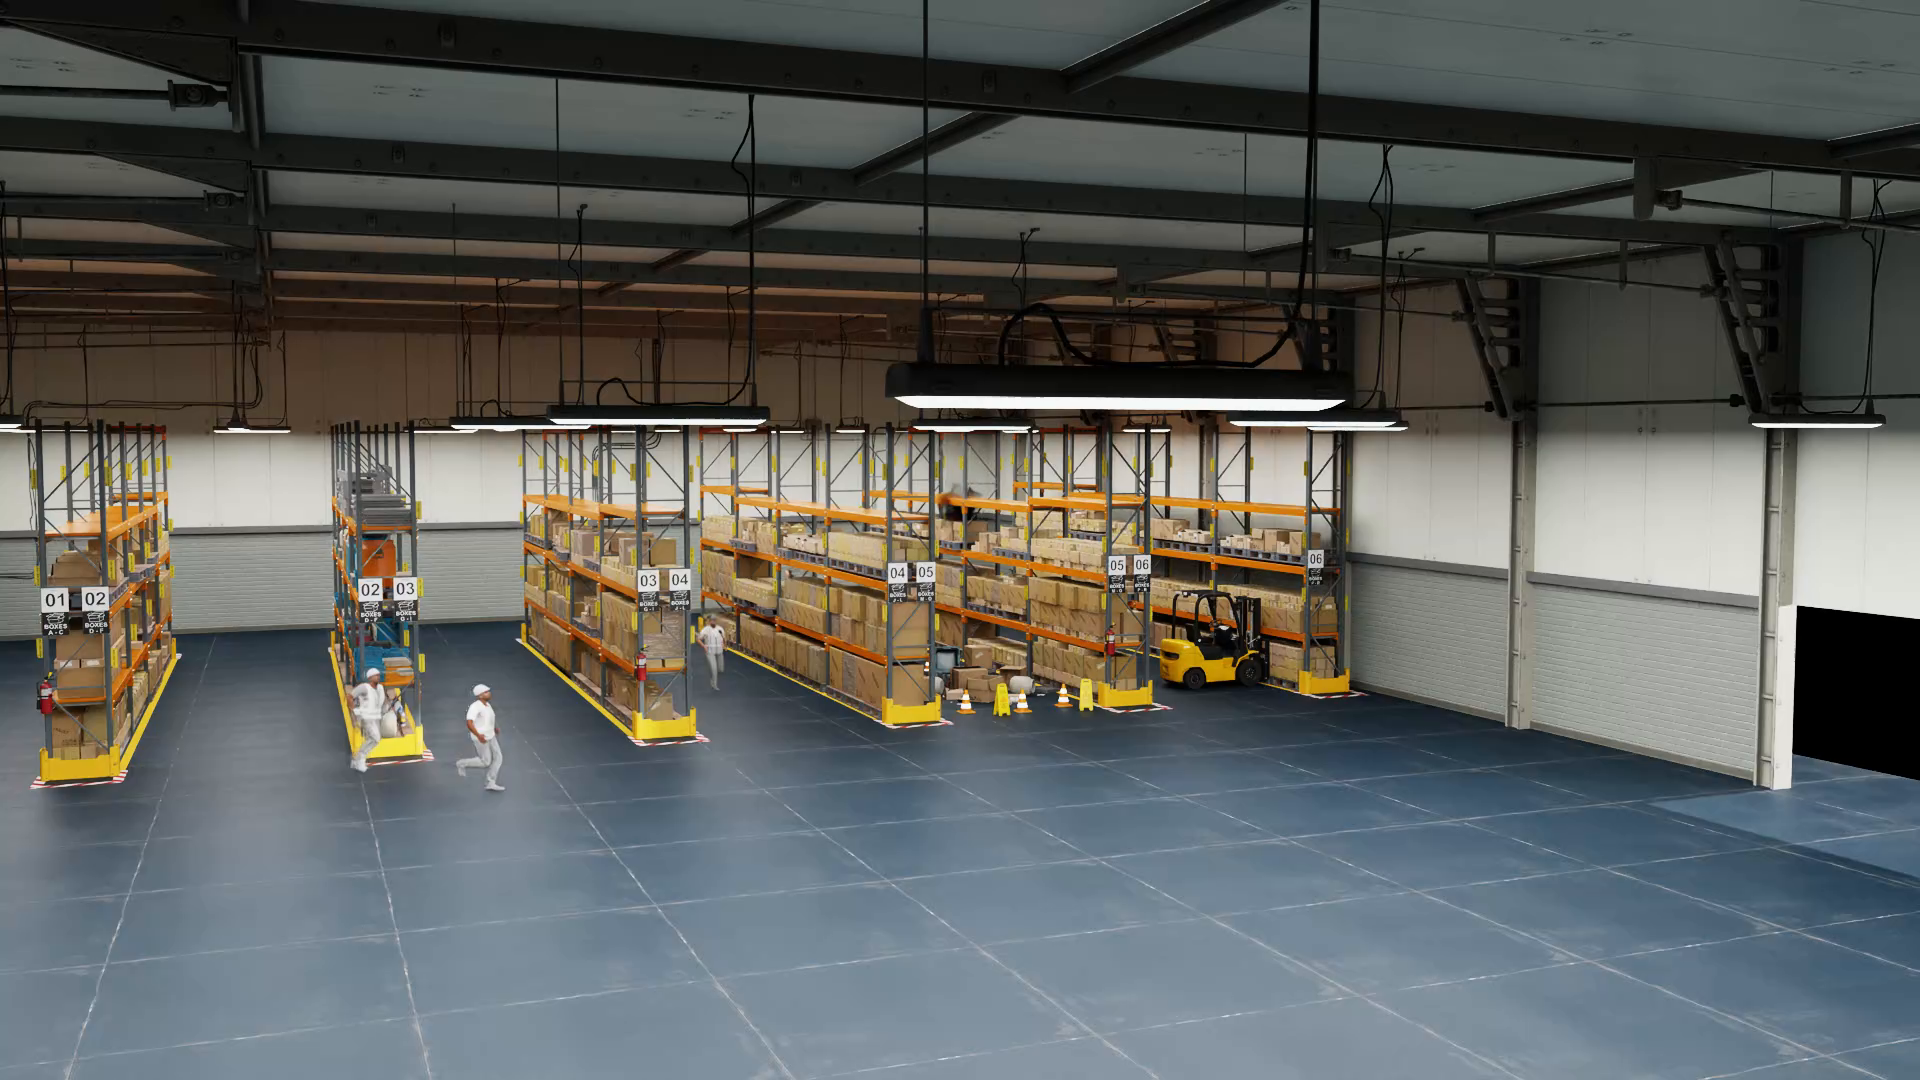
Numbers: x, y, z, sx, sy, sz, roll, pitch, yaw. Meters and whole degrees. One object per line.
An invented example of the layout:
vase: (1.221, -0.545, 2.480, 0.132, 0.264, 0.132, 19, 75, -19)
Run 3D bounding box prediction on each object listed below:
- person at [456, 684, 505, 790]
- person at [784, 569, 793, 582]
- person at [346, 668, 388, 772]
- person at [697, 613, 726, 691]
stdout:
person: (-7.760, 3.195, 26.912, 0.759, 1.724, 0.695, 1, 4, 9)
person: (-5.299, 1.701, 51.390, 0.594, 1.617, 0.563, -3, 5, -43)
person: (-10.086, 3.058, 28.467, 0.655, 1.732, 0.674, 1, 4, 16)
person: (-5.573, 2.511, 37.457, 0.669, 1.737, 0.733, -2, 4, -30)
